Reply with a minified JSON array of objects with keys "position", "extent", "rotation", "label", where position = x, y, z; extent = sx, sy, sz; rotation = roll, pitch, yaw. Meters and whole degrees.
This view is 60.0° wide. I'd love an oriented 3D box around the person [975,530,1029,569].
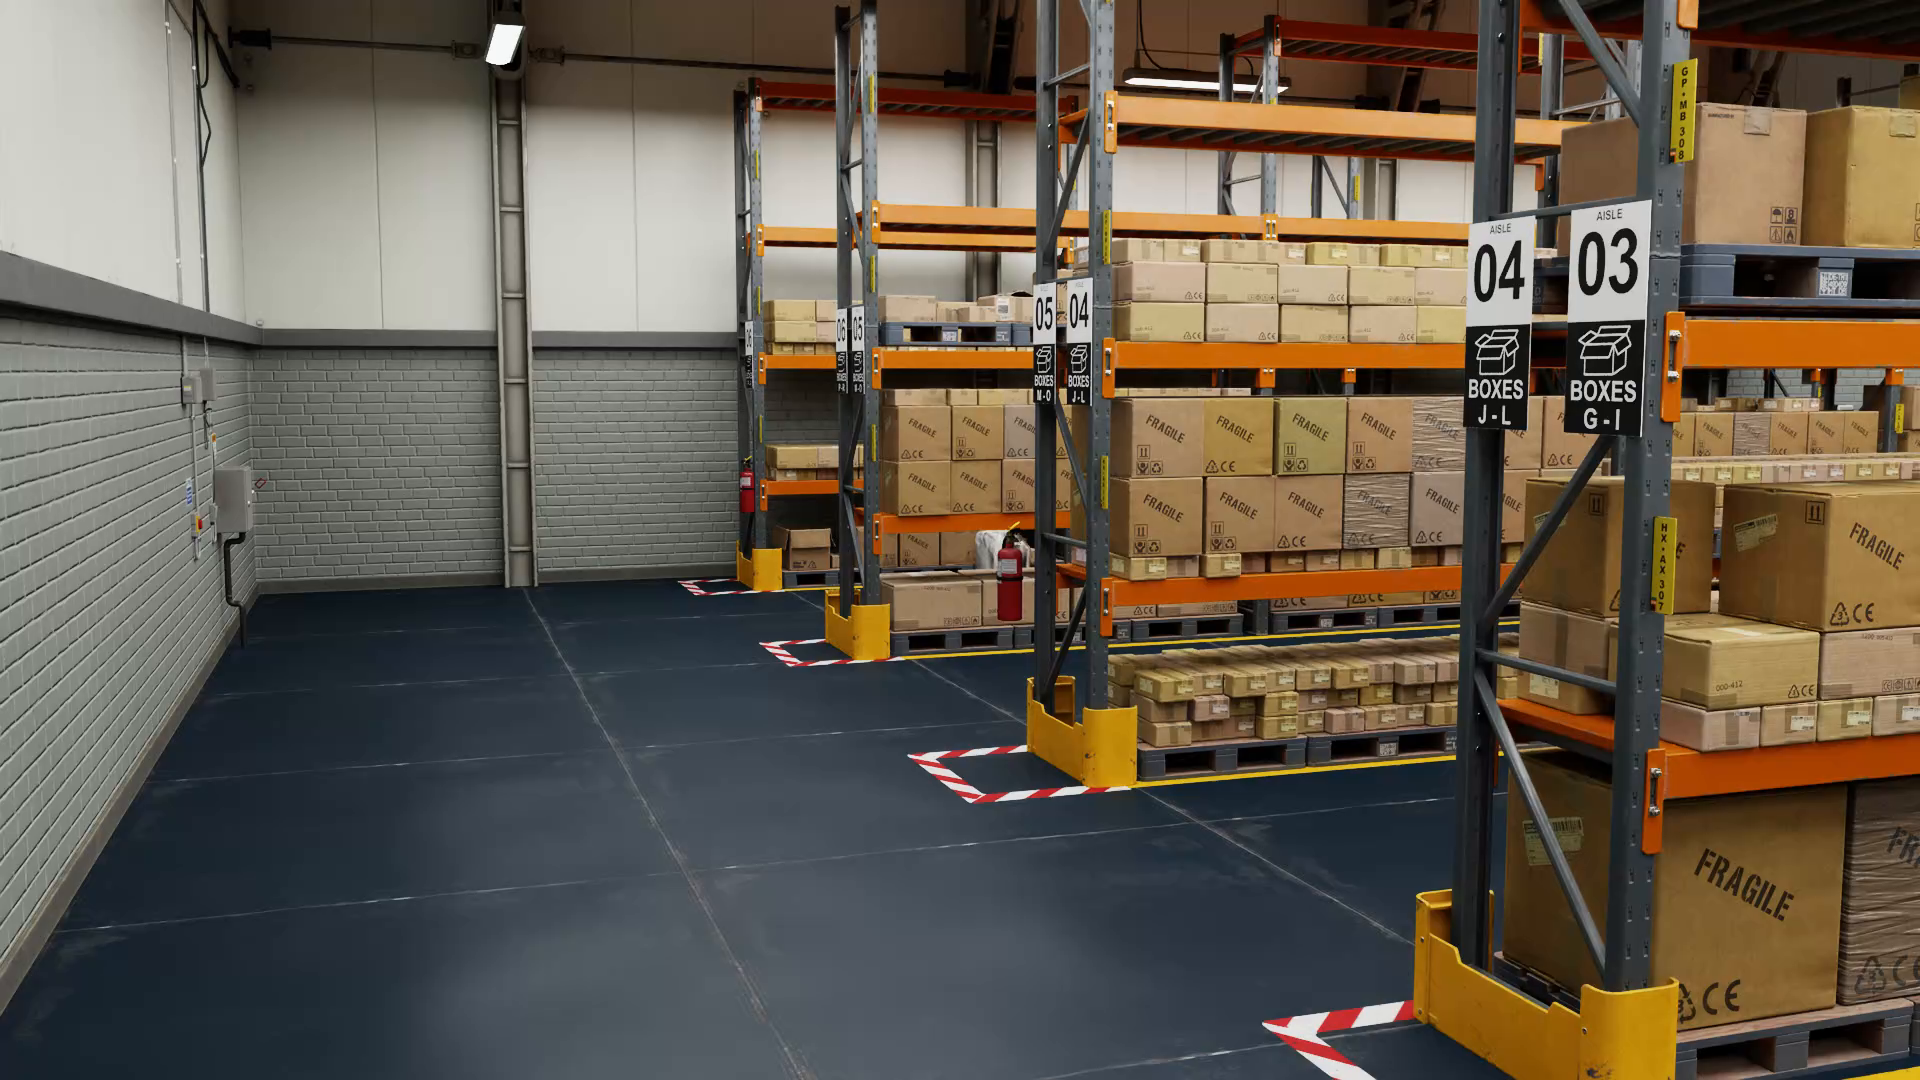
[{"position":[0.498,0.316,18.075],"extent":[0.512,0.952,0.938],"rotation":[-2,6,-22],"label":"person"}]
